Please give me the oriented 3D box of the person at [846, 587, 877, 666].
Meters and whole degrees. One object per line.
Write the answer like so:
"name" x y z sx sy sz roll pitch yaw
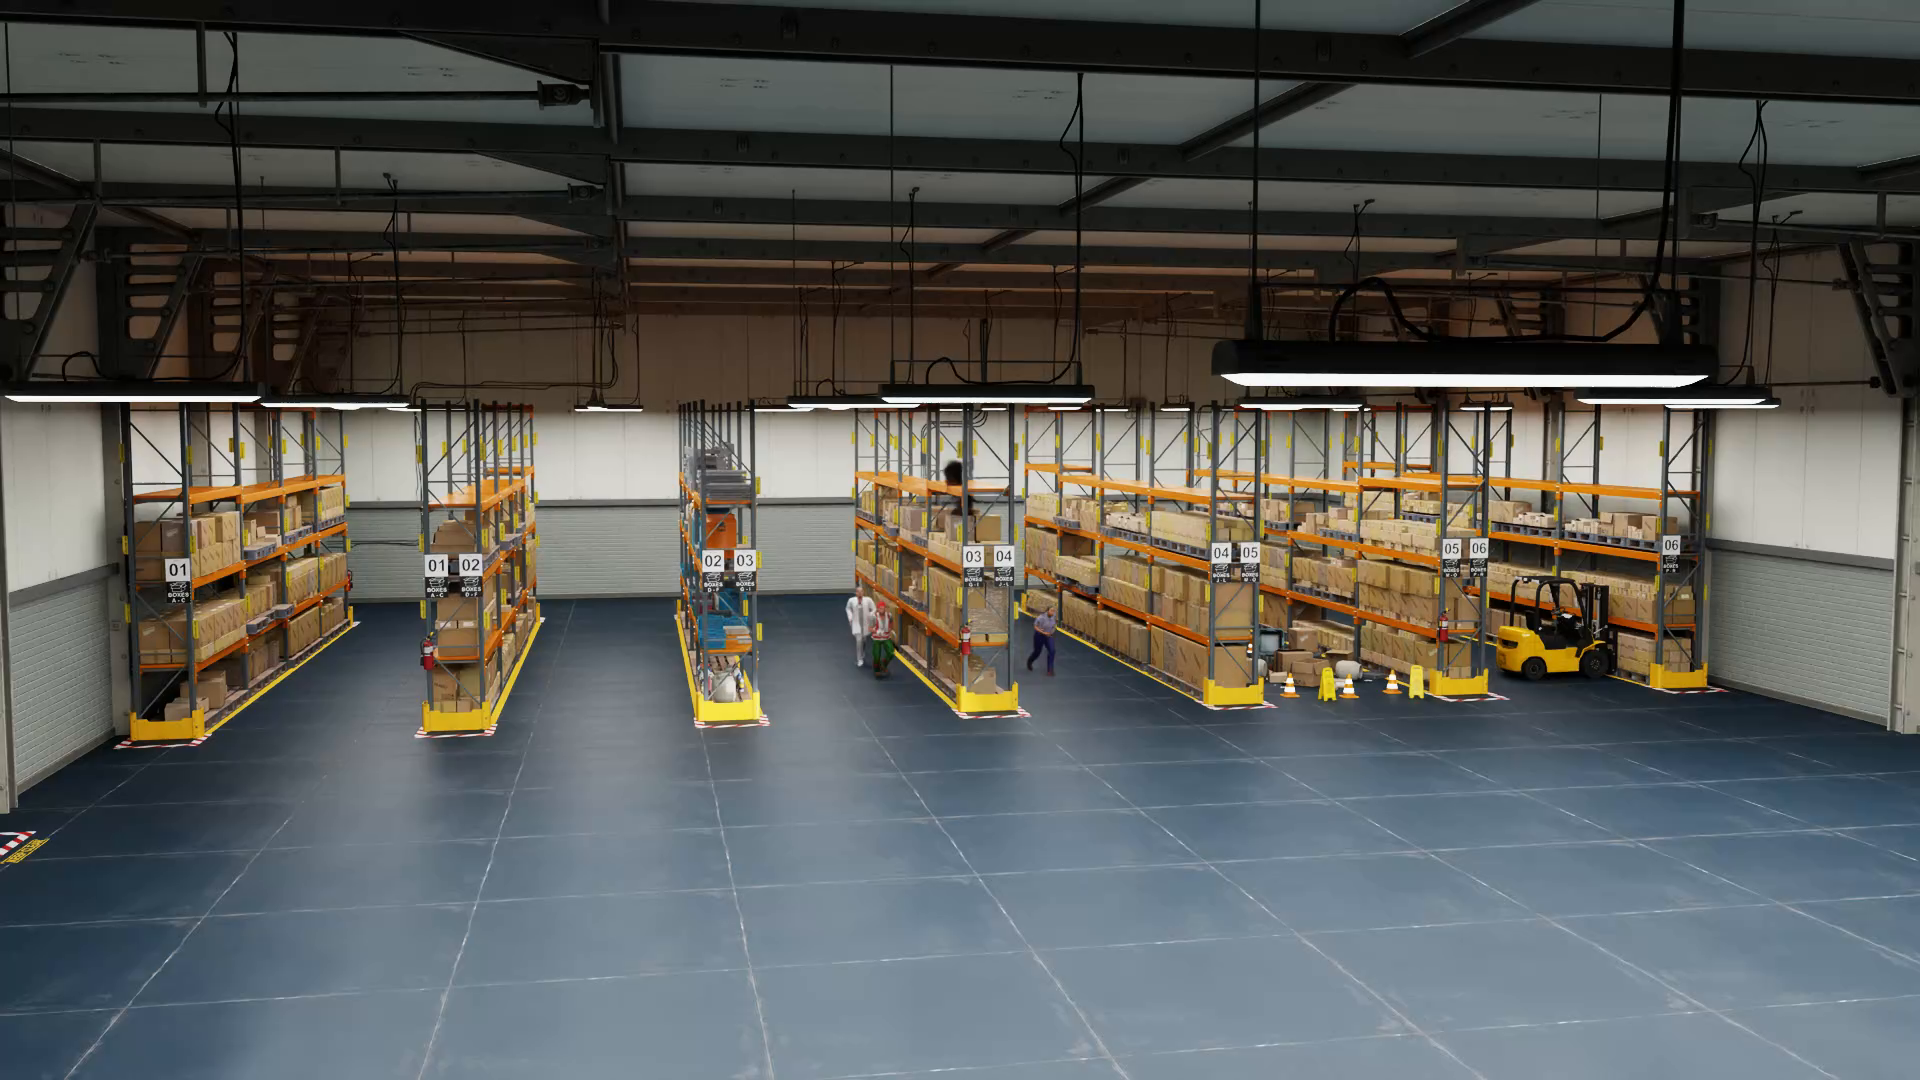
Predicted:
"person" -2.270 1.961 38.287 0.711 1.806 0.878 0 4 -4

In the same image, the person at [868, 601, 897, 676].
"person" -1.674 2.154 36.091 0.696 1.682 0.901 -1 5 -17

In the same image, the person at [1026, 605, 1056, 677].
"person" 1.796 2.202 36.645 0.649 1.613 0.973 -3 5 -35
